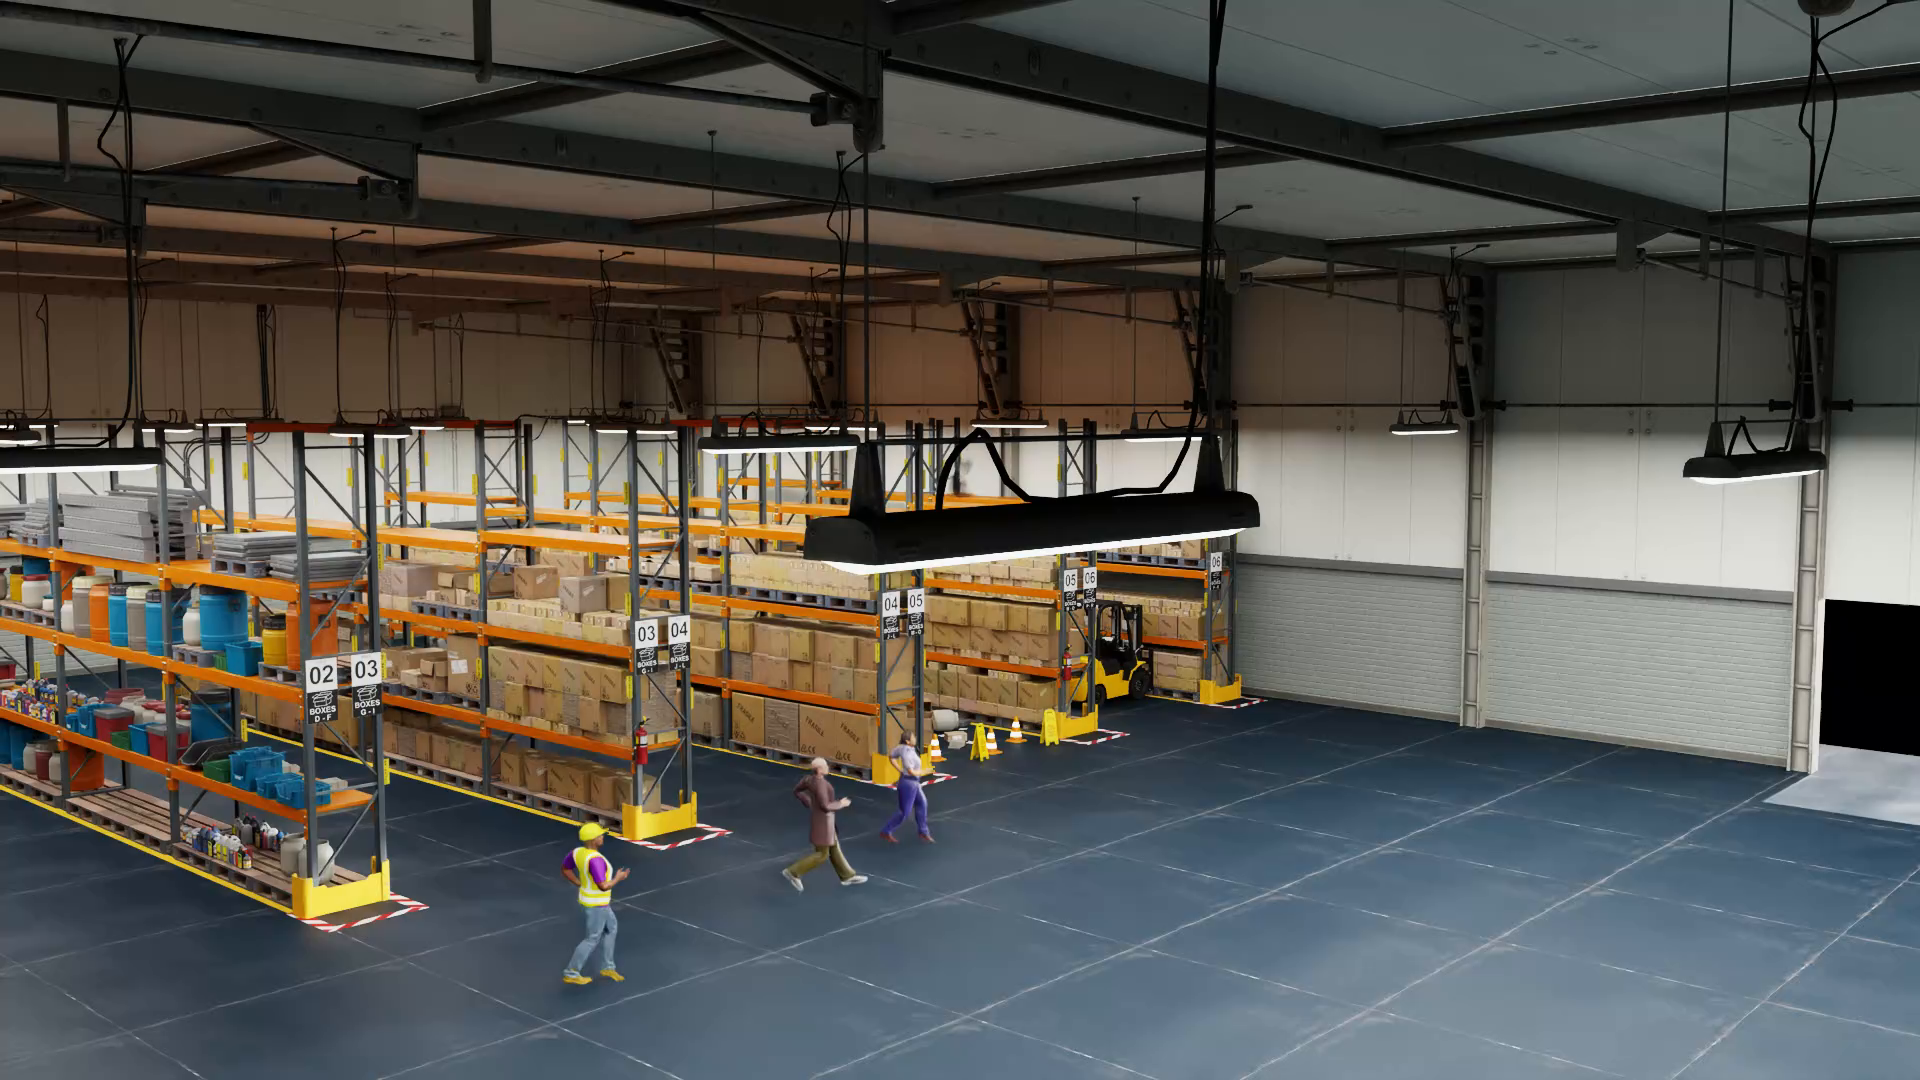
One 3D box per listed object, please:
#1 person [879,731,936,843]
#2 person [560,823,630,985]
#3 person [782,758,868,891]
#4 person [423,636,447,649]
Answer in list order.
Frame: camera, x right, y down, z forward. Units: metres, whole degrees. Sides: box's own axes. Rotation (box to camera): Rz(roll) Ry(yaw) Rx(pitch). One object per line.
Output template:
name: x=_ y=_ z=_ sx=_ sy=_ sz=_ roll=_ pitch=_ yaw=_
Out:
person: x=-0.757 y=3.668 z=23.890 sx=0.844 sy=1.496 sz=0.607 roll=-1 pitch=5 yaw=-7
person: x=-3.960 y=3.970 z=18.030 sx=0.731 sy=1.824 sz=0.676 roll=-2 pitch=5 yaw=-26
person: x=-1.748 y=3.658 z=21.487 sx=1.179 sy=1.719 sz=0.727 roll=-2 pitch=5 yaw=-19
person: x=-12.790 y=2.135 z=40.604 sx=0.661 sy=1.790 sz=0.741 roll=3 pitch=5 yaw=31
